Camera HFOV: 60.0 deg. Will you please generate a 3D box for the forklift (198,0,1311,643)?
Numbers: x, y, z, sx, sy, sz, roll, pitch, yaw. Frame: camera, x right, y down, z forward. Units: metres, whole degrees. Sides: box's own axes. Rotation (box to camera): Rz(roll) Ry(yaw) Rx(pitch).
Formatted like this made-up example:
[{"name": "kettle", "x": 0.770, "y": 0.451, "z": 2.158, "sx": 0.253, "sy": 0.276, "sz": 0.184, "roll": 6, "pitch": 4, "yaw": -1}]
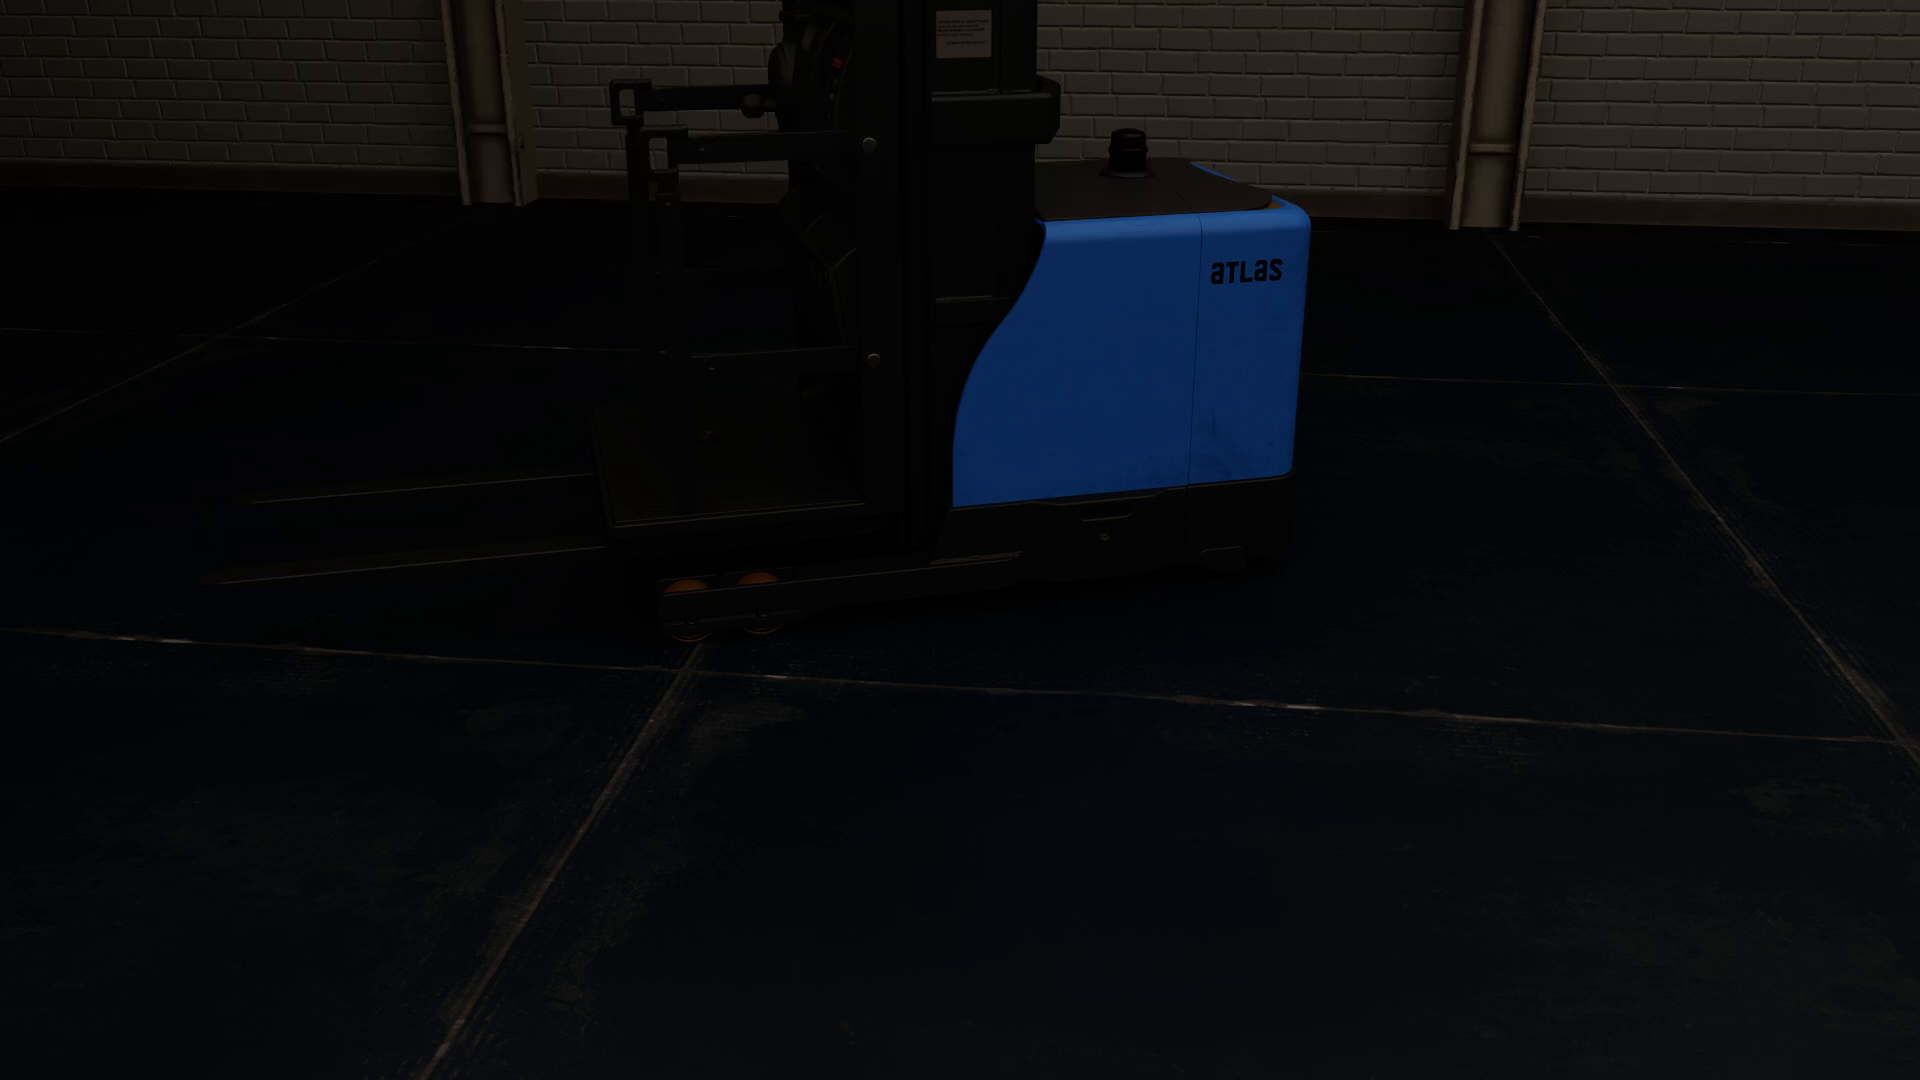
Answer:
[{"name": "forklift", "x": -0.588, "y": -1.301, "z": 4.485, "sx": 3.031, "sy": 2.935, "sz": 1.130, "roll": -6, "pitch": 23, "yaw": -14}]
